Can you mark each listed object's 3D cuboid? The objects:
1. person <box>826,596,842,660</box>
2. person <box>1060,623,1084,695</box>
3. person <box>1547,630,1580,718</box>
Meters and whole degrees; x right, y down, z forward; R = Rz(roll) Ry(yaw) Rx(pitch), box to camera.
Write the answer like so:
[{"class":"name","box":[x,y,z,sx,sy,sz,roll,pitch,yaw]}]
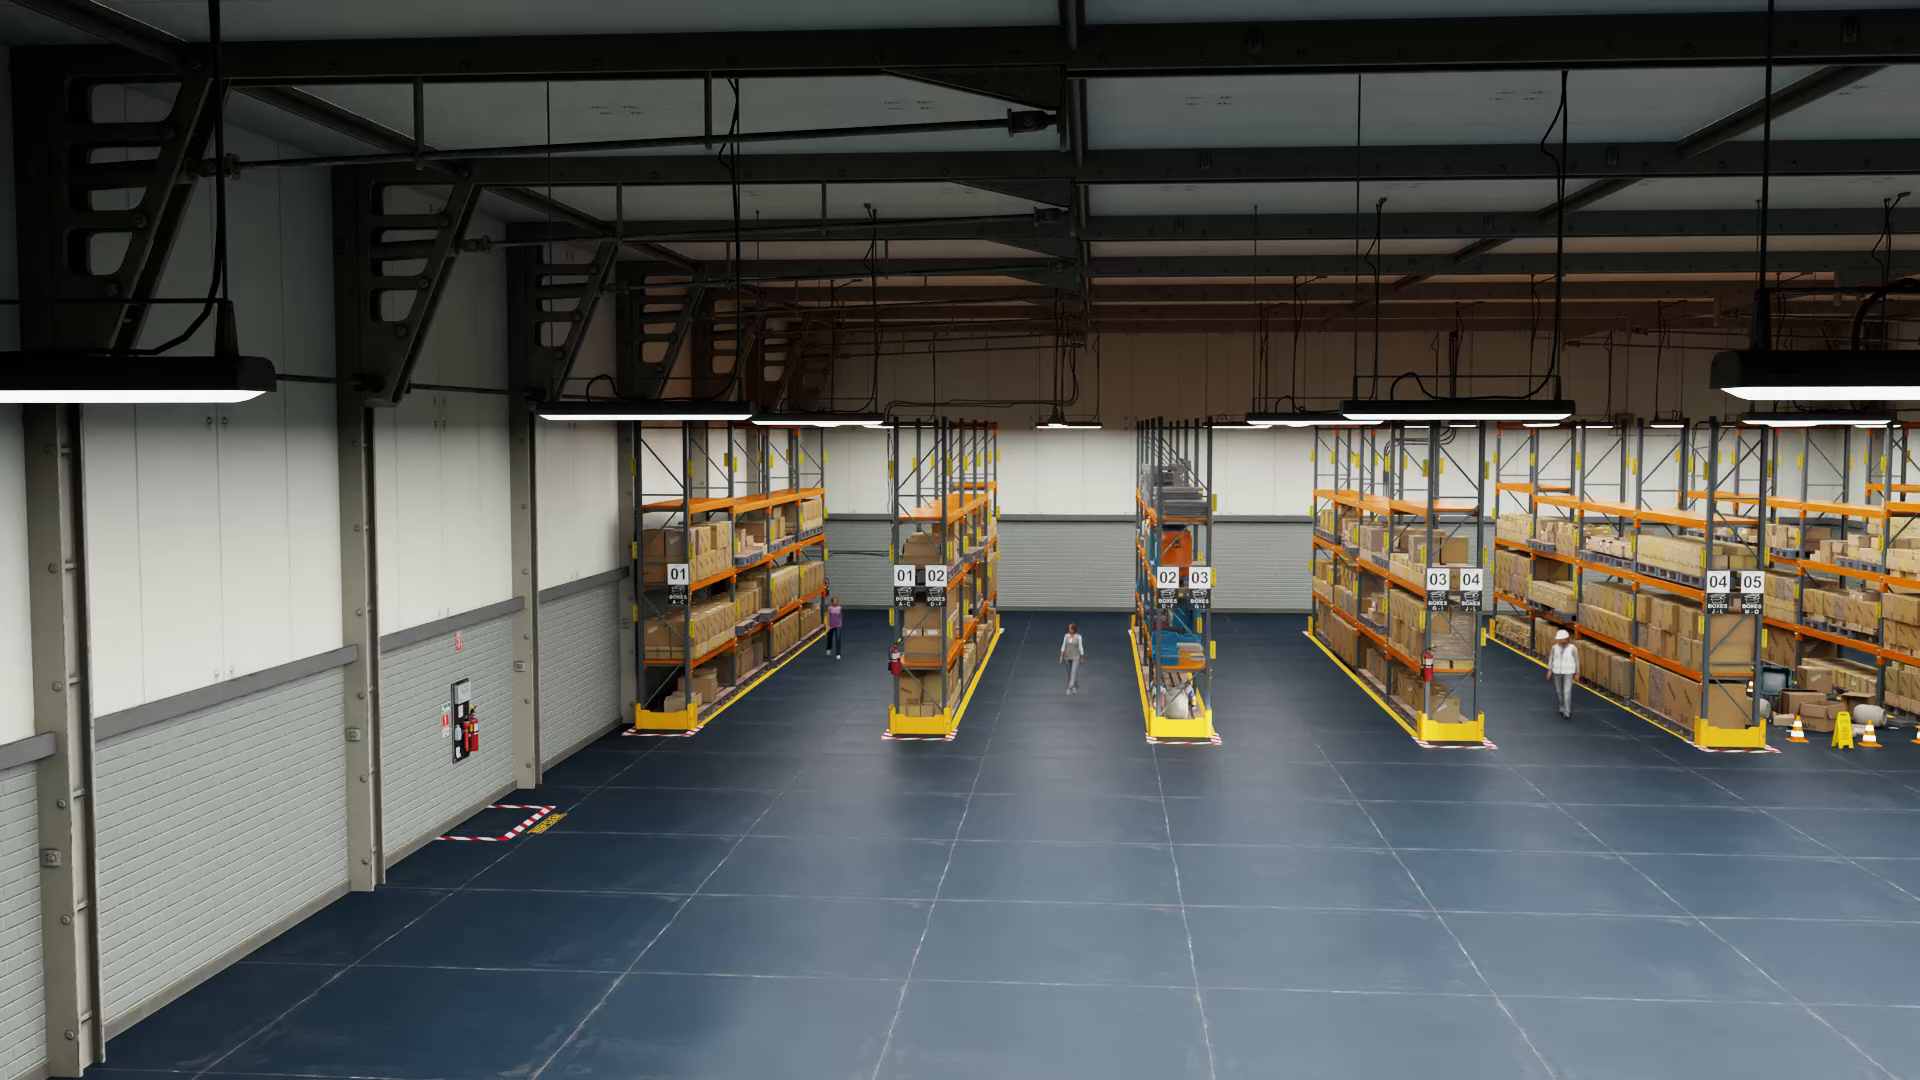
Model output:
[{"class":"person","box":[-3.164,2.192,41.853,0.400,1.553,0.892,0,4,-7]},{"class":"person","box":[2.386,2.580,36.035,0.448,1.548,0.952,2,4,30]},{"class":"person","box":[12.130,2.675,33.470,0.586,1.743,0.902,3,5,38]}]
